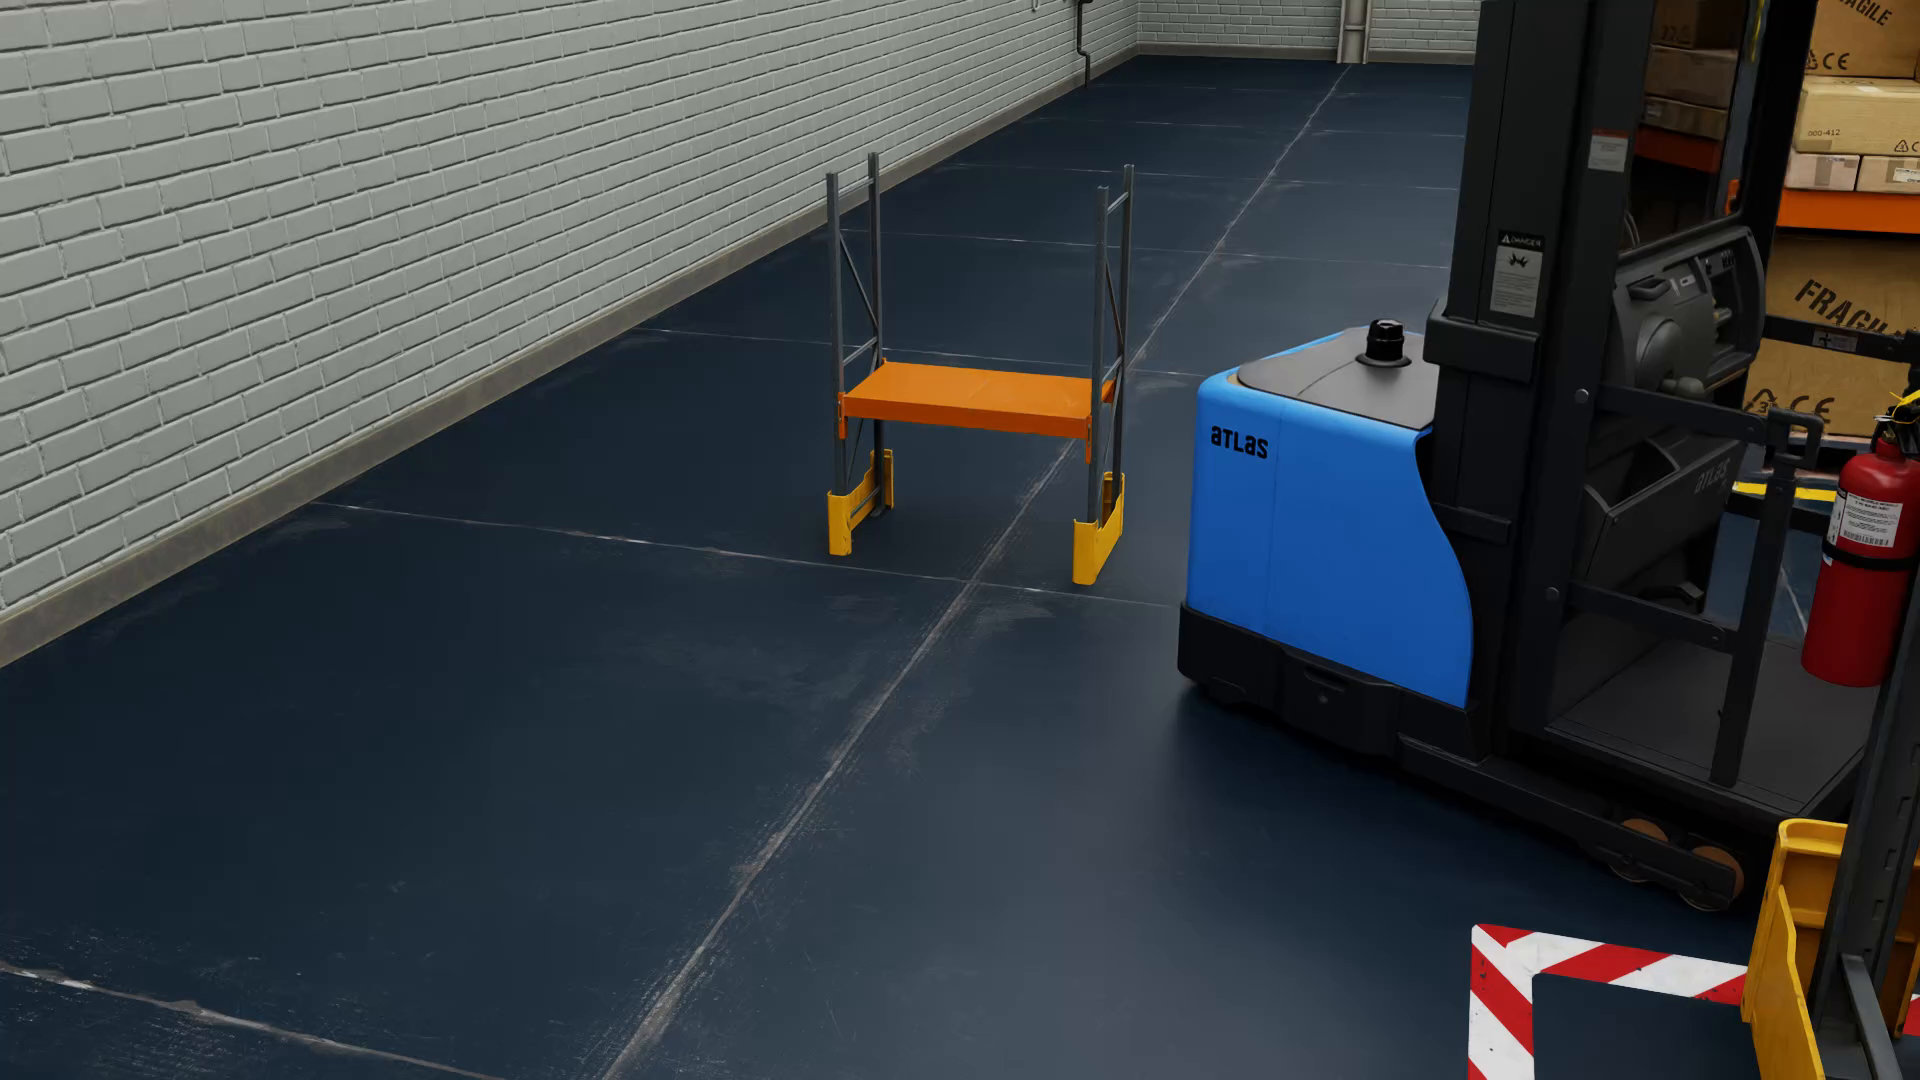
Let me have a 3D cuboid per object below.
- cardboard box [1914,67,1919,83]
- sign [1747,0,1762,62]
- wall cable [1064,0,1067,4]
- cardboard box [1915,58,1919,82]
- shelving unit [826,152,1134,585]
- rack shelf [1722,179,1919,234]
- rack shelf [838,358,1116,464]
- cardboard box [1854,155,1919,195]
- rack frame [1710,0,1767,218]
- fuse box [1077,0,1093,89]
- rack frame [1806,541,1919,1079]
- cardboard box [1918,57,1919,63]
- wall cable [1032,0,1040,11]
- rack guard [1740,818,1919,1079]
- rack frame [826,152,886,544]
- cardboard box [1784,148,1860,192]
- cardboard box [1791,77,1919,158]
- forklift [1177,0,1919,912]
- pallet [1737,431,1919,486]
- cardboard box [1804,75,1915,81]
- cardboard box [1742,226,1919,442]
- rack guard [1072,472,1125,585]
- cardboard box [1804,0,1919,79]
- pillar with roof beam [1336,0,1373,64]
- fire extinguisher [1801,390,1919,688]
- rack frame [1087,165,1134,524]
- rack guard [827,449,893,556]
[{"bbox_3d":[4.384,-1.909,7.278,0.500,0.250,0.500,6,23,15],"label":"cardboard box"},{"bbox_3d":[3.192,-2.090,6.667,0.005,0.325,0.100,7,23,16],"label":"sign"},{"bbox_3d":[1.214,-7.050,18.667,0.122,1.984,0.588,7,23,16],"label":"wall cable"},{"bbox_3d":[4.218,-2.063,6.665,0.500,0.500,0.500,6,23,14],"label":"cardboard box"},{"bbox_3d":[0.073,-0.686,6.465,1.083,1.500,0.587,7,23,16],"label":"shelving unit"},{"bbox_3d":[5.273,-1.301,6.938,4.000,0.370,1.077,7,23,16],"label":"rack shelf"},{"bbox_3d":[0.082,-0.518,6.531,1.000,0.185,0.538,7,23,16],"label":"rack shelf"},{"bbox_3d":[3.848,-1.551,6.929,0.250,0.149,0.380,6,23,15],"label":"cardboard box"},{"bbox_3d":[3.358,-1.853,7.336,0.127,3.000,1.000,7,23,16],"label":"rack frame"},{"bbox_3d":[1.562,-6.215,19.666,0.414,1.711,0.539,7,23,16],"label":"fuse box"},{"bbox_3d":[1.927,-0.054,2.949,0.127,3.000,1.000,7,23,16],"label":"rack frame"},{"bbox_3d":[6.369,-3.257,11.089,0.250,0.149,0.380,6,23,14],"label":"cardboard box"},{"bbox_3d":[0.815,-6.548,17.401,0.123,1.953,0.585,7,23,16],"label":"wall cable"},{"bbox_3d":[1.900,1.105,3.418,0.348,0.500,1.175,7,23,16],"label":"rack guard"},{"bbox_3d":[-0.405,-0.740,6.598,0.032,1.500,0.500,7,23,16],"label":"rack frame"},{"bbox_3d":[3.602,-1.578,6.997,0.250,0.149,0.380,7,23,16],"label":"cardboard box"},{"bbox_3d":[3.739,-1.771,6.941,0.500,0.250,0.500,6,23,14],"label":"cardboard box"},{"bbox_3d":[2.126,-0.600,4.370,3.031,2.935,1.130,21,30,41],"label":"forklift"},{"bbox_3d":[4.146,-0.504,7.721,1.213,0.211,1.003,7,23,16],"label":"pallet"},{"bbox_3d":[3.898,-1.965,7.414,0.500,0.250,0.500,6,23,15],"label":"cardboard box"},{"bbox_3d":[3.994,-1.024,7.559,0.875,0.875,0.875,7,23,16],"label":"cardboard box"},{"bbox_3d":[0.550,-0.053,6.569,0.087,0.250,0.587,7,23,16],"label":"rack guard"},{"bbox_3d":[3.900,-2.311,7.268,0.500,0.500,0.500,7,23,16],"label":"cardboard box"},{"bbox_3d":[4.086,-9.092,17.079,0.400,9.000,9.100,7,23,16],"label":"pillar with roof beam"},{"bbox_3d":[1.914,-0.027,3.477,0.183,0.674,0.296,7,23,16],"label":"fire extinguisher"},{"bbox_3d":[0.568,-0.629,6.327,0.032,1.500,0.500,7,23,16],"label":"rack frame"},{"bbox_3d":[-0.404,-0.162,6.835,0.087,0.250,0.587,7,23,16],"label":"rack guard"}]
